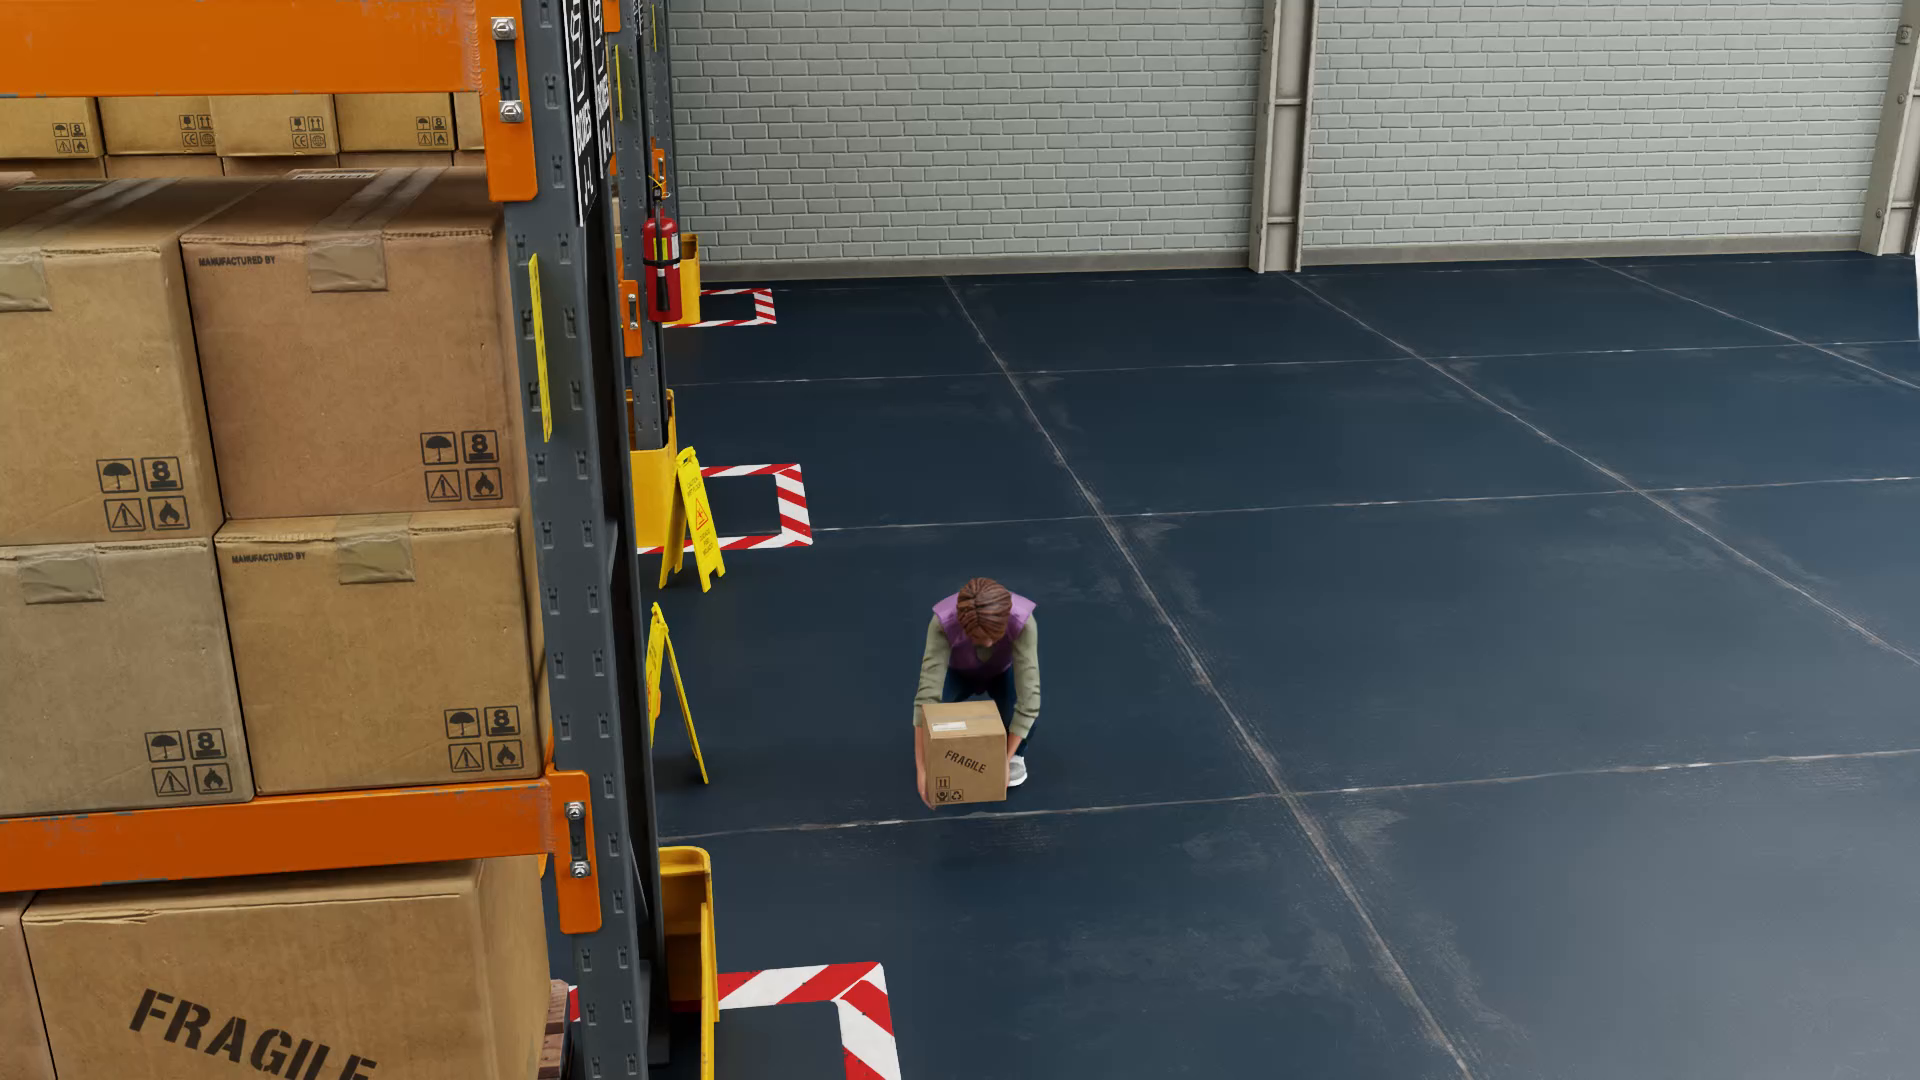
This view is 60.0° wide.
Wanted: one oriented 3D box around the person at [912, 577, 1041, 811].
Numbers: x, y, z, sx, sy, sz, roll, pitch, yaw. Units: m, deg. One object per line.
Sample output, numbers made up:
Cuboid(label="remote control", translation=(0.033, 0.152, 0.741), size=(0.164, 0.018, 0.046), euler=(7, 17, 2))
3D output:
Cuboid(label="person", translation=(0.069, 0.495, 5.804), size=(0.455, 0.876, 0.858), euler=(3, 21, 8))
